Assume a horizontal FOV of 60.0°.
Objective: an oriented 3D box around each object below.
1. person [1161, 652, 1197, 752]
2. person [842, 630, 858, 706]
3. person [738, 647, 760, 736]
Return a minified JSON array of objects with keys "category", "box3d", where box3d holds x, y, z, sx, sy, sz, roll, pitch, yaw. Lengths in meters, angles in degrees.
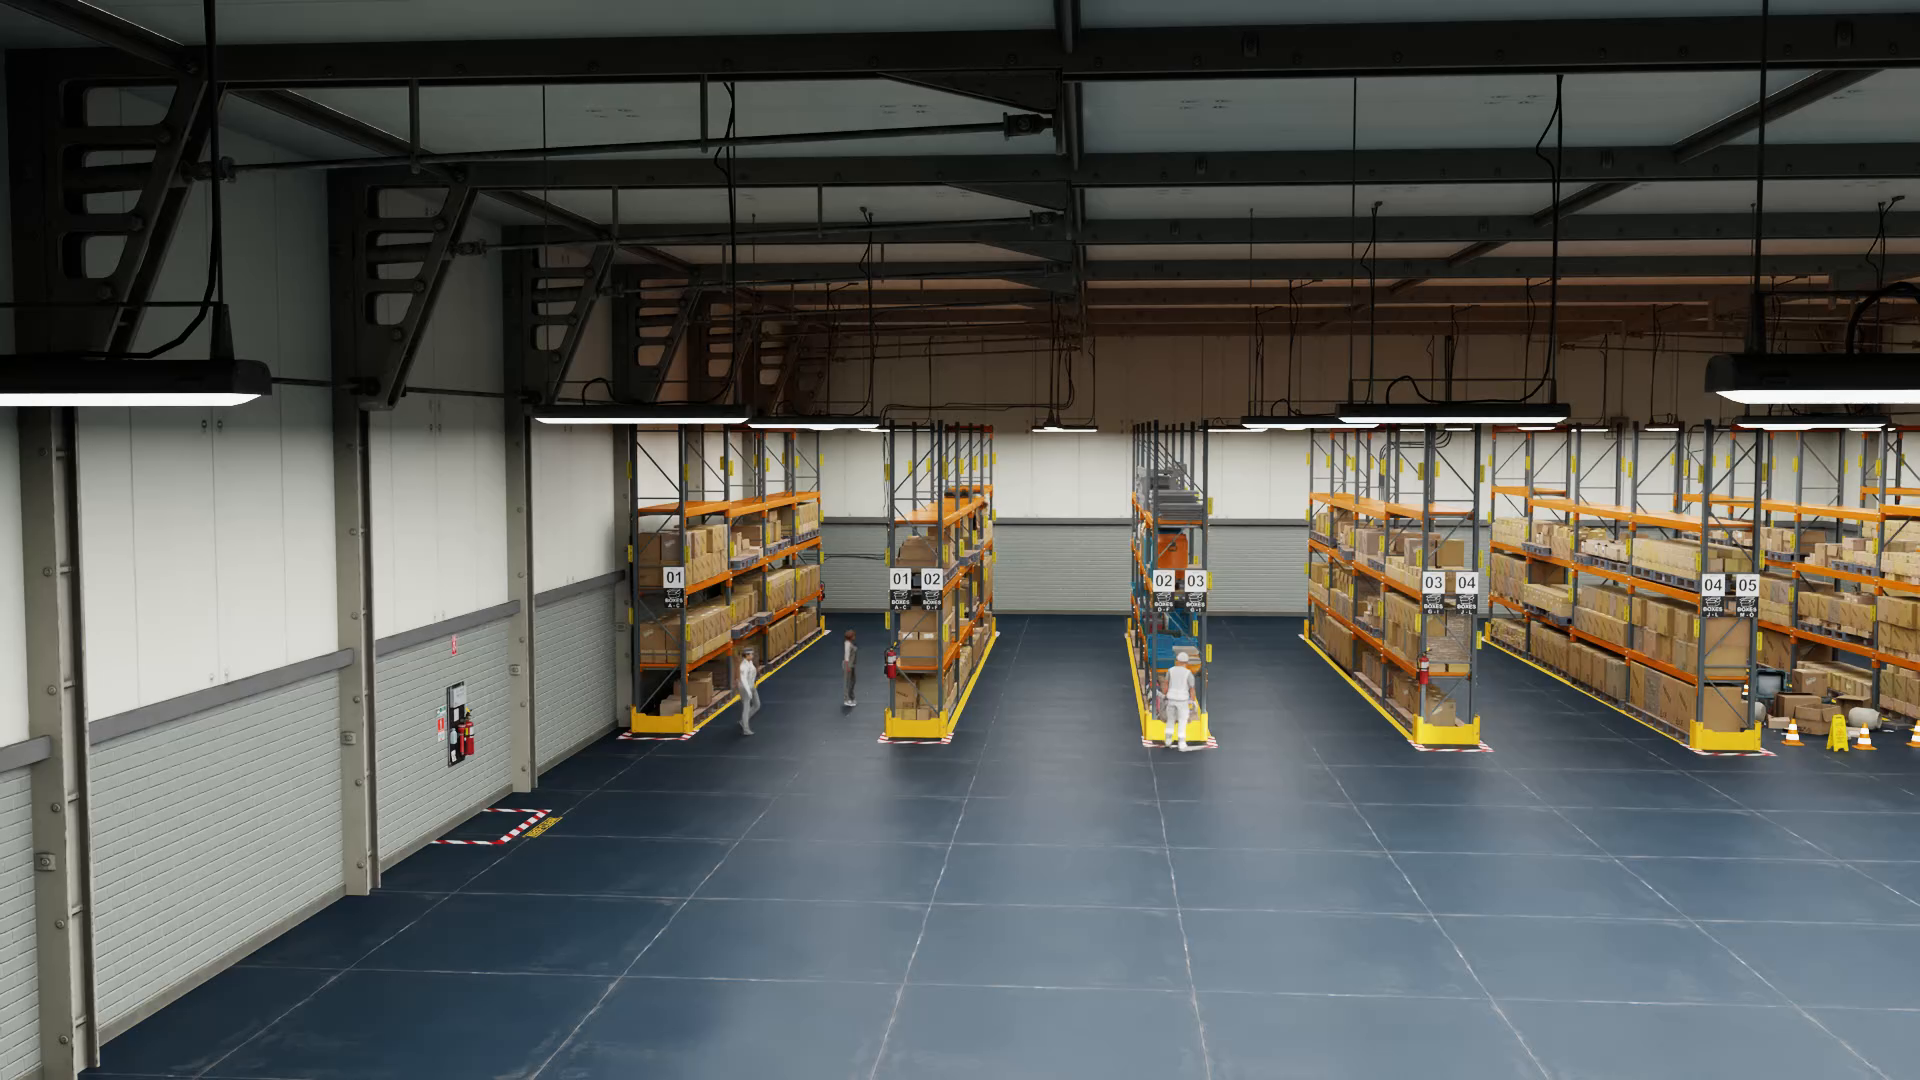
[{"category":"person","box3d":[3.949,2.941,30.191,0.695,1.831,0.417,3,5,42]},{"category":"person","box3d":[-2.340,2.725,35.252,0.329,1.662,0.482,1,4,10]},{"category":"person","box3d":[-4.064,2.881,31.858,0.466,1.675,0.660,1,4,17]}]
